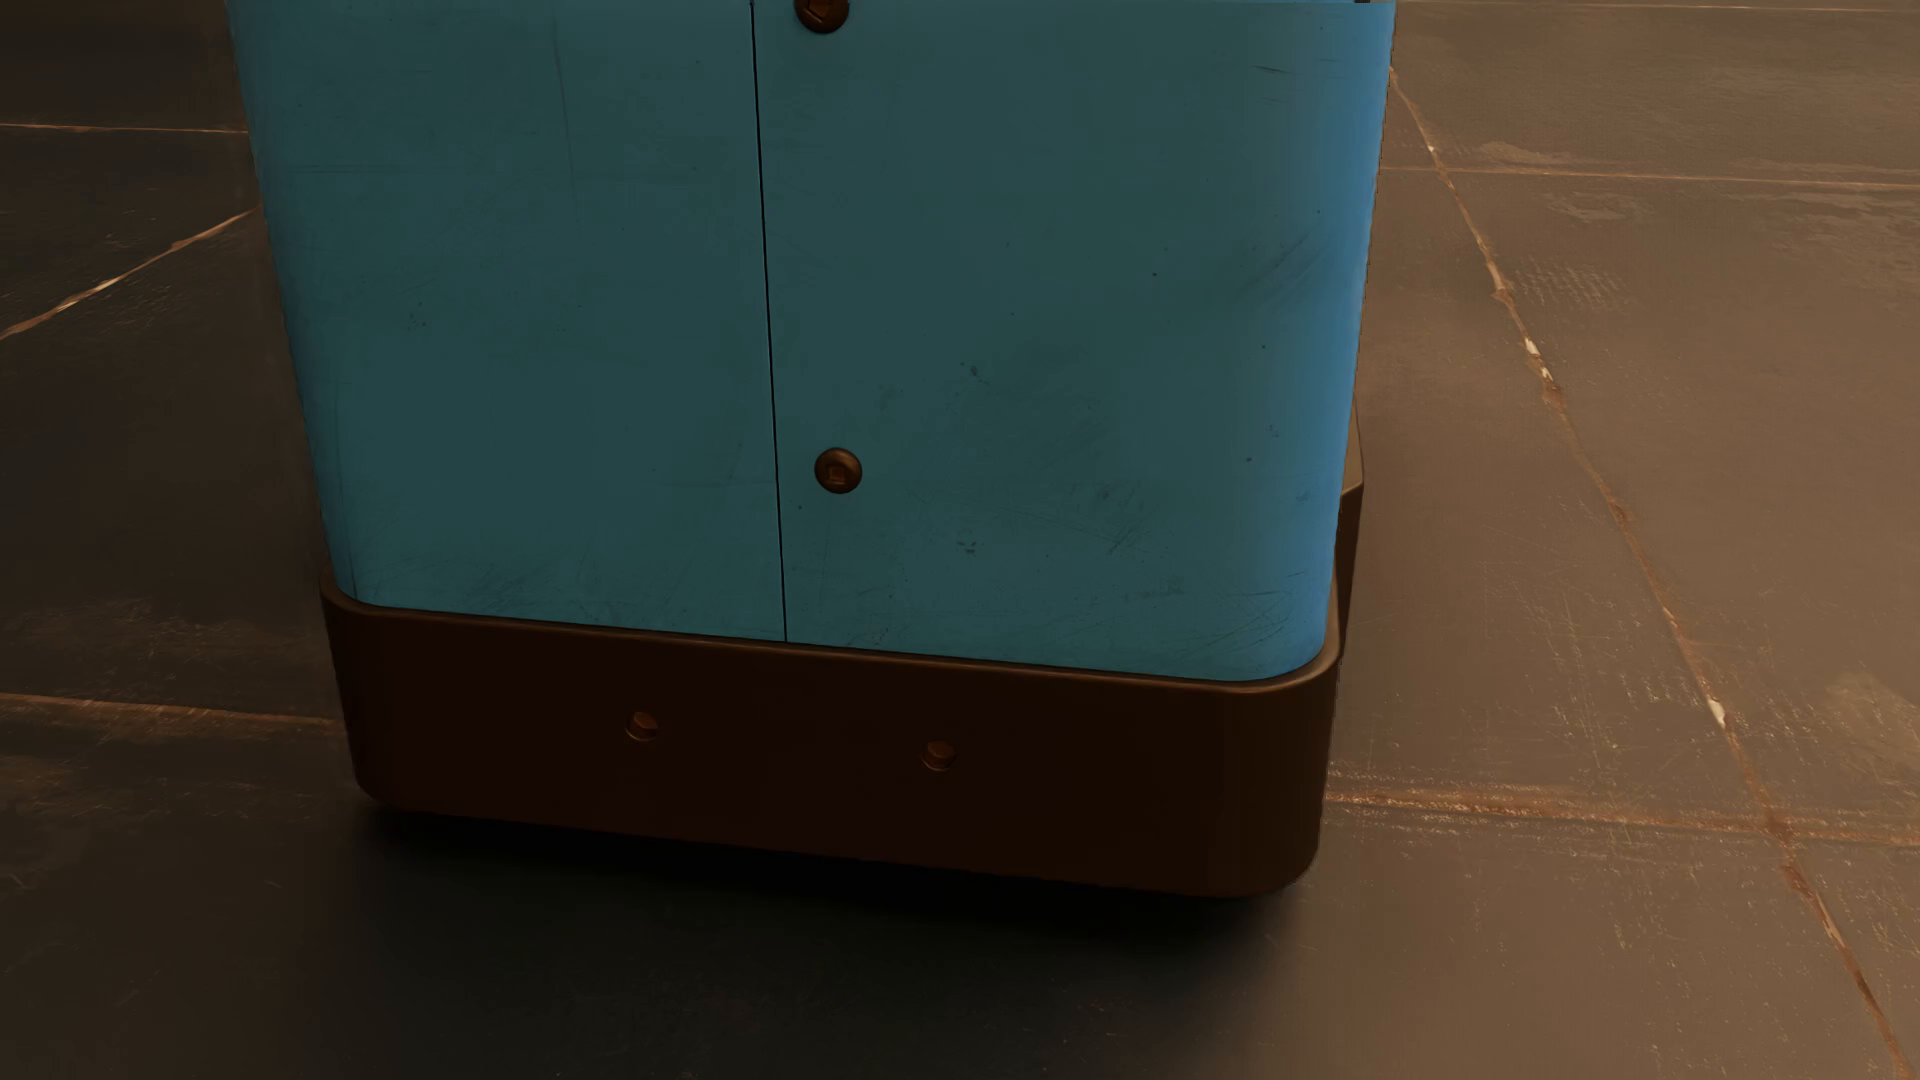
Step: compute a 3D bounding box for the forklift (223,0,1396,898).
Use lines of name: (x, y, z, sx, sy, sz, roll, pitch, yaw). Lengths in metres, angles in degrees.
forklift: (0.091, -1.593, 2.411, 1.130, 2.935, 3.031, 4, 27, 9)
